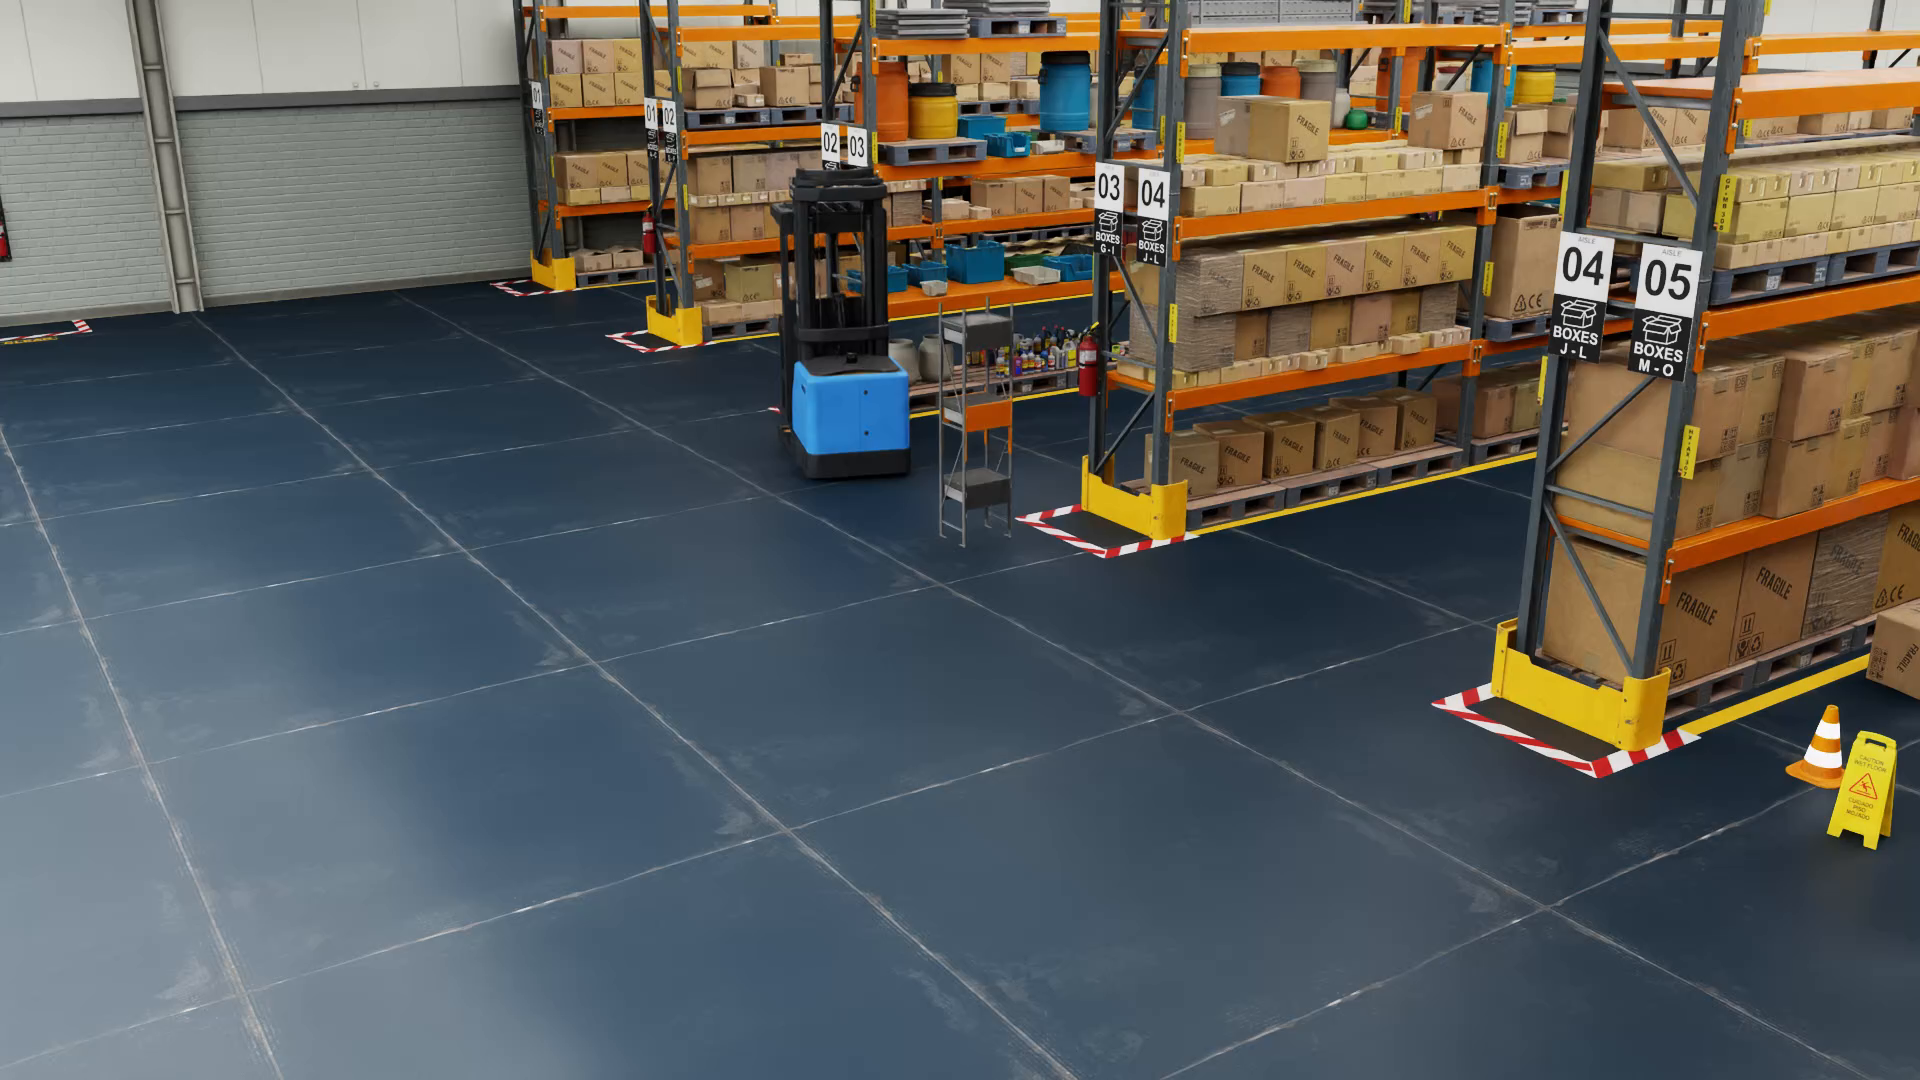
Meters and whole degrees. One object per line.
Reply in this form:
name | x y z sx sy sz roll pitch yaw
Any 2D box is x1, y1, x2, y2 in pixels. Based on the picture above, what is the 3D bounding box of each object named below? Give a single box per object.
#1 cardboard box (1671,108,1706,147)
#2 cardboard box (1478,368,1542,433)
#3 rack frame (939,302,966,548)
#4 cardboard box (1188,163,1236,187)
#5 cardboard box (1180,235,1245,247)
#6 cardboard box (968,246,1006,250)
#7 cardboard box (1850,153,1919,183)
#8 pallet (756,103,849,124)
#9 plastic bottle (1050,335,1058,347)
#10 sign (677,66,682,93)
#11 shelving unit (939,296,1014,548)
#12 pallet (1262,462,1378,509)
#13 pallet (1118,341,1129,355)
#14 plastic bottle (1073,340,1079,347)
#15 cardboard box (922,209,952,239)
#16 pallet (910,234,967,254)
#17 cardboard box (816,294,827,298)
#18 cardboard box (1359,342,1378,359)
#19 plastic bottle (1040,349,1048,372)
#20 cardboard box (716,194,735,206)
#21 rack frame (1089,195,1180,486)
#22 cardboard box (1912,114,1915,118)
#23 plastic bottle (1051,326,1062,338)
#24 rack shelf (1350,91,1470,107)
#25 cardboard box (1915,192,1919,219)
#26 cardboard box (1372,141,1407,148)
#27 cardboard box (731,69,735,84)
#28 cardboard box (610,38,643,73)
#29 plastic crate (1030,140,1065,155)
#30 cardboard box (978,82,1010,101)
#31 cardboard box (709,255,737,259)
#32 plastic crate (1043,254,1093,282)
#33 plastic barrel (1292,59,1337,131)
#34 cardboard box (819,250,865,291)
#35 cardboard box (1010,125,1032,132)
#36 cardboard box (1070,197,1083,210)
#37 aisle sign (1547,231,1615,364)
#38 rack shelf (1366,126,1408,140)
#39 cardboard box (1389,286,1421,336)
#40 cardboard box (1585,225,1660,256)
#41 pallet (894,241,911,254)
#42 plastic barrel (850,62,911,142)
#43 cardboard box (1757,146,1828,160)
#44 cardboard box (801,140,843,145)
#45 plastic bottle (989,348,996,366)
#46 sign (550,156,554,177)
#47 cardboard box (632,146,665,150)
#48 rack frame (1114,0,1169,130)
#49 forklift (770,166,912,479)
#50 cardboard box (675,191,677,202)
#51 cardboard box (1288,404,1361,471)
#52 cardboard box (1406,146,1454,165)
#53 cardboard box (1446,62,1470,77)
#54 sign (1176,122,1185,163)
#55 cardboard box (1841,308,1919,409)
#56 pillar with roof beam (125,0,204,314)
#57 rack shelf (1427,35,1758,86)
cardboard box | 7.514 -4.454 17.615 0.500 0.500 0.500 -12 22 -32
cardboard box | 5.790 -1.494 17.696 0.500 0.500 0.700 -12 22 -32
rack frame | -0.066 -0.981 14.368 0.015 2.100 0.400 -12 22 -31
cardboard box | 2.143 -3.129 14.244 0.250 0.149 0.380 -11 22 -30
cardboard box | 2.254 -2.498 15.269 0.500 0.500 0.500 -12 22 -31
cardboard box | 0.441 -4.429 25.925 0.500 0.311 0.500 -12 22 -32
cardboard box | 6.102 -2.453 10.967 0.250 0.149 0.380 -12 22 -31
pallet | -2.305 -5.947 23.107 1.213 0.211 1.003 -12 22 -31
plastic bottle | 1.175 -2.440 20.852 0.097 0.271 0.097 0 19 0
sign | -3.629 -5.957 21.510 0.005 0.325 0.100 -12 22 -31
shelving unit | 0.138 -1.024 14.495 0.503 2.100 0.431 -12 22 -31
pallet | 3.295 -0.623 16.259 1.213 0.211 1.003 -12 22 -31
pallet | 2.767 -2.441 21.635 1.213 0.211 1.003 -12 22 -31
plastic bottle | 1.490 -2.342 20.555 0.135 0.276 0.152 -12 22 -31
cardboard box | -0.548 -5.851 30.584 0.500 0.500 0.700 -12 22 -31
pallet | -0.629 -5.509 30.711 1.213 0.211 1.003 -12 22 -31
cardboard box | -2.105 -3.429 23.842 0.500 0.250 0.500 -12 22 -31
cardboard box | 3.767 -1.846 15.913 0.250 0.149 0.380 -12 22 -31
plastic bottle | 1.016 -2.174 20.065 0.097 0.271 0.097 0 19 0
cardboard box | -3.264 -4.647 22.639 0.250 0.149 0.380 -13 22 -33
rack frame | 1.516 -1.584 14.746 0.127 3.000 1.000 -12 22 -31
cardboard box | 12.159 -5.566 20.873 0.500 0.500 0.700 -13 23 -35
plastic bottle | 1.230 -2.535 21.010 0.185 0.351 0.144 -11 22 -30
rack shelf | 7.763 -7.780 29.514 4.000 0.370 1.077 -12 22 -31
cardboard box | 6.389 -2.349 11.284 0.500 0.250 0.500 -12 22 -32
cardboard box | 4.231 -3.787 16.191 0.250 0.149 0.380 -13 23 -34
cardboard box | -4.031 -7.500 27.375 0.500 0.500 0.500 -14 23 -36
cardboard box | -5.333 -7.681 26.349 0.500 0.500 0.500 -11 22 -30
plastic crate | 1.014 -4.518 19.154 0.396 0.136 0.243 -12 22 -31
cardboard box | 0.388 -6.691 24.748 0.500 0.250 0.500 -15 24 -37
cardboard box | -4.161 -5.094 28.344 0.500 0.500 0.500 -14 23 -35
plastic crate | 1.358 -3.275 19.981 0.616 0.251 0.499 -12 22 -31
plastic barrel | 4.668 -5.889 22.016 0.600 0.901 0.600 0 19 0
cardboard box | -1.695 -3.876 23.993 0.500 0.500 0.500 -12 22 -31
cardboard box | 0.994 -7.626 30.797 0.500 0.250 0.500 -12 22 -32
cardboard box | 1.718 -5.285 26.085 0.250 0.149 0.380 -10 21 -27
aisle sign | 3.935 -1.538 10.553 0.004 0.787 0.394 -12 22 -31
rack shelf | 7.144 -5.750 23.509 4.000 0.370 1.077 -12 22 -31
cardboard box | 4.010 -2.335 16.348 0.500 0.500 0.875 -12 22 -31
cardboard box | 4.251 -1.937 10.687 0.250 0.149 0.380 -12 22 -32
pallet | -1.647 -5.296 30.080 1.213 0.211 1.003 -12 22 -31
plastic barrel | -0.872 -4.851 18.402 0.708 0.830 0.600 -12 22 -31
cardboard box | 5.738 -2.629 11.488 0.250 0.149 0.380 -12 22 -32
cardboard box | -2.402 -6.696 29.024 0.500 0.500 0.700 -9 21 -26
plastic bottle | 0.369 -2.280 20.358 0.133 0.283 0.061 -12 22 -31
sign | -6.358 -5.823 25.935 0.005 0.325 0.100 -12 22 -31
cardboard box | -5.104 -6.259 27.607 0.500 0.500 0.500 -12 22 -31
rack frame | 2.133 -6.455 19.788 0.127 3.000 1.000 -12 22 -31
forklift | -1.343 -2.425 17.342 1.130 2.935 3.031 -5 19 -13
cardboard box | -3.715 -4.707 22.815 0.250 0.149 0.380 -12 22 -32
cardboard box | 3.551 -1.010 16.296 0.500 0.500 0.500 -14 23 -36
cardboard box | 4.471 -3.670 15.844 0.250 0.149 0.380 -12 22 -31
cardboard box | 8.727 -8.392 29.655 0.500 0.250 0.500 -12 22 -31
sign | 1.814 -3.274 13.696 0.005 0.325 0.100 -12 22 -31
cardboard box | 6.778 -1.343 12.112 0.550 0.550 0.875 -12 22 -31
pillar with roof beam | -9.191 -6.547 20.059 0.400 9.000 9.100 -12 22 -31
rack shelf | 6.527 -4.952 17.090 4.000 0.370 1.077 -12 22 -31
